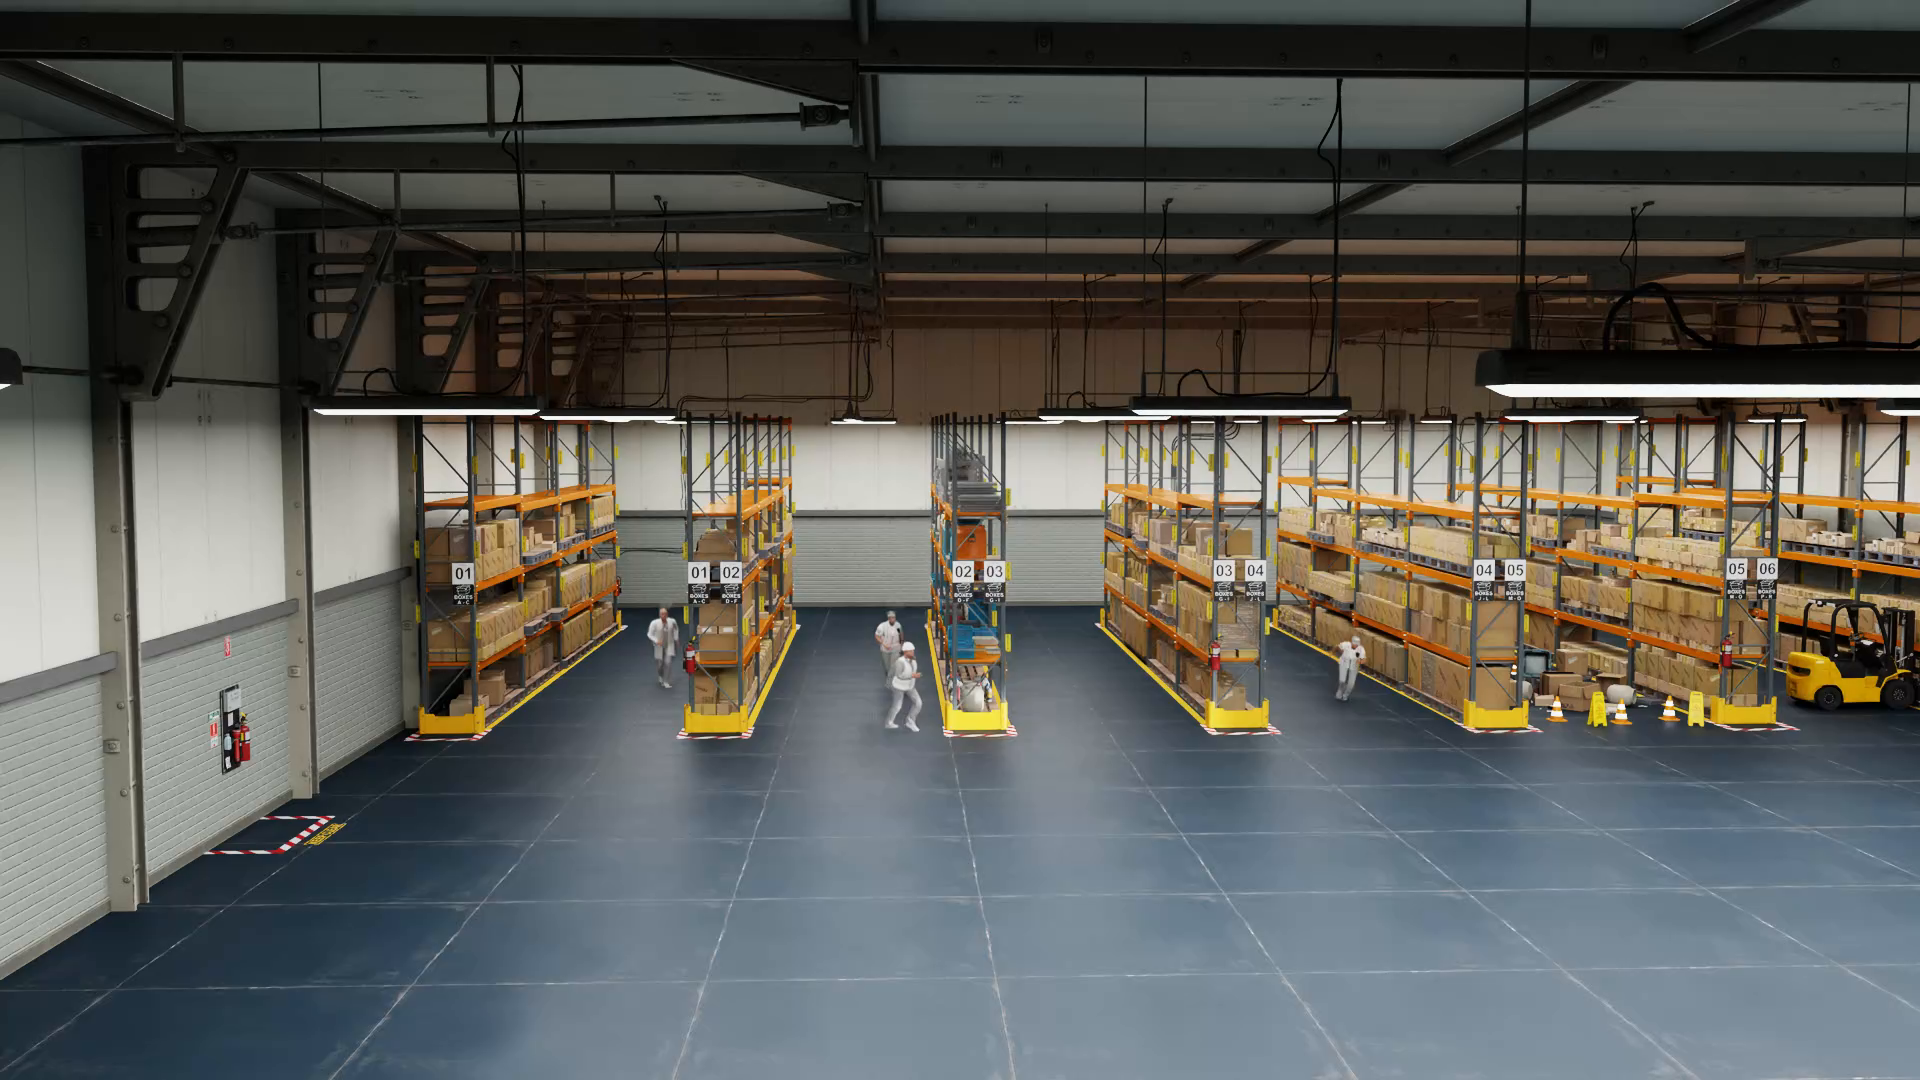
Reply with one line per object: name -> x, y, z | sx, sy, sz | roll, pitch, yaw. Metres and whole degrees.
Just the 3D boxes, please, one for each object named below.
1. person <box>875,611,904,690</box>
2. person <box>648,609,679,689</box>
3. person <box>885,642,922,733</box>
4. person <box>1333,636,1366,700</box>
person -> -1.554, 2.394, 36.440 | 0.644, 1.738, 0.695 | -1, 4, -12
person -> -6.542, 2.361, 36.669 | 0.697, 1.742, 0.945 | -1, 4, -14
person -> -1.049, 2.747, 31.052 | 0.585, 1.721, 0.940 | -4, 5, -45
person -> 8.085, 2.660, 34.448 | 0.602, 1.422, 0.963 | 0, 4, 6
